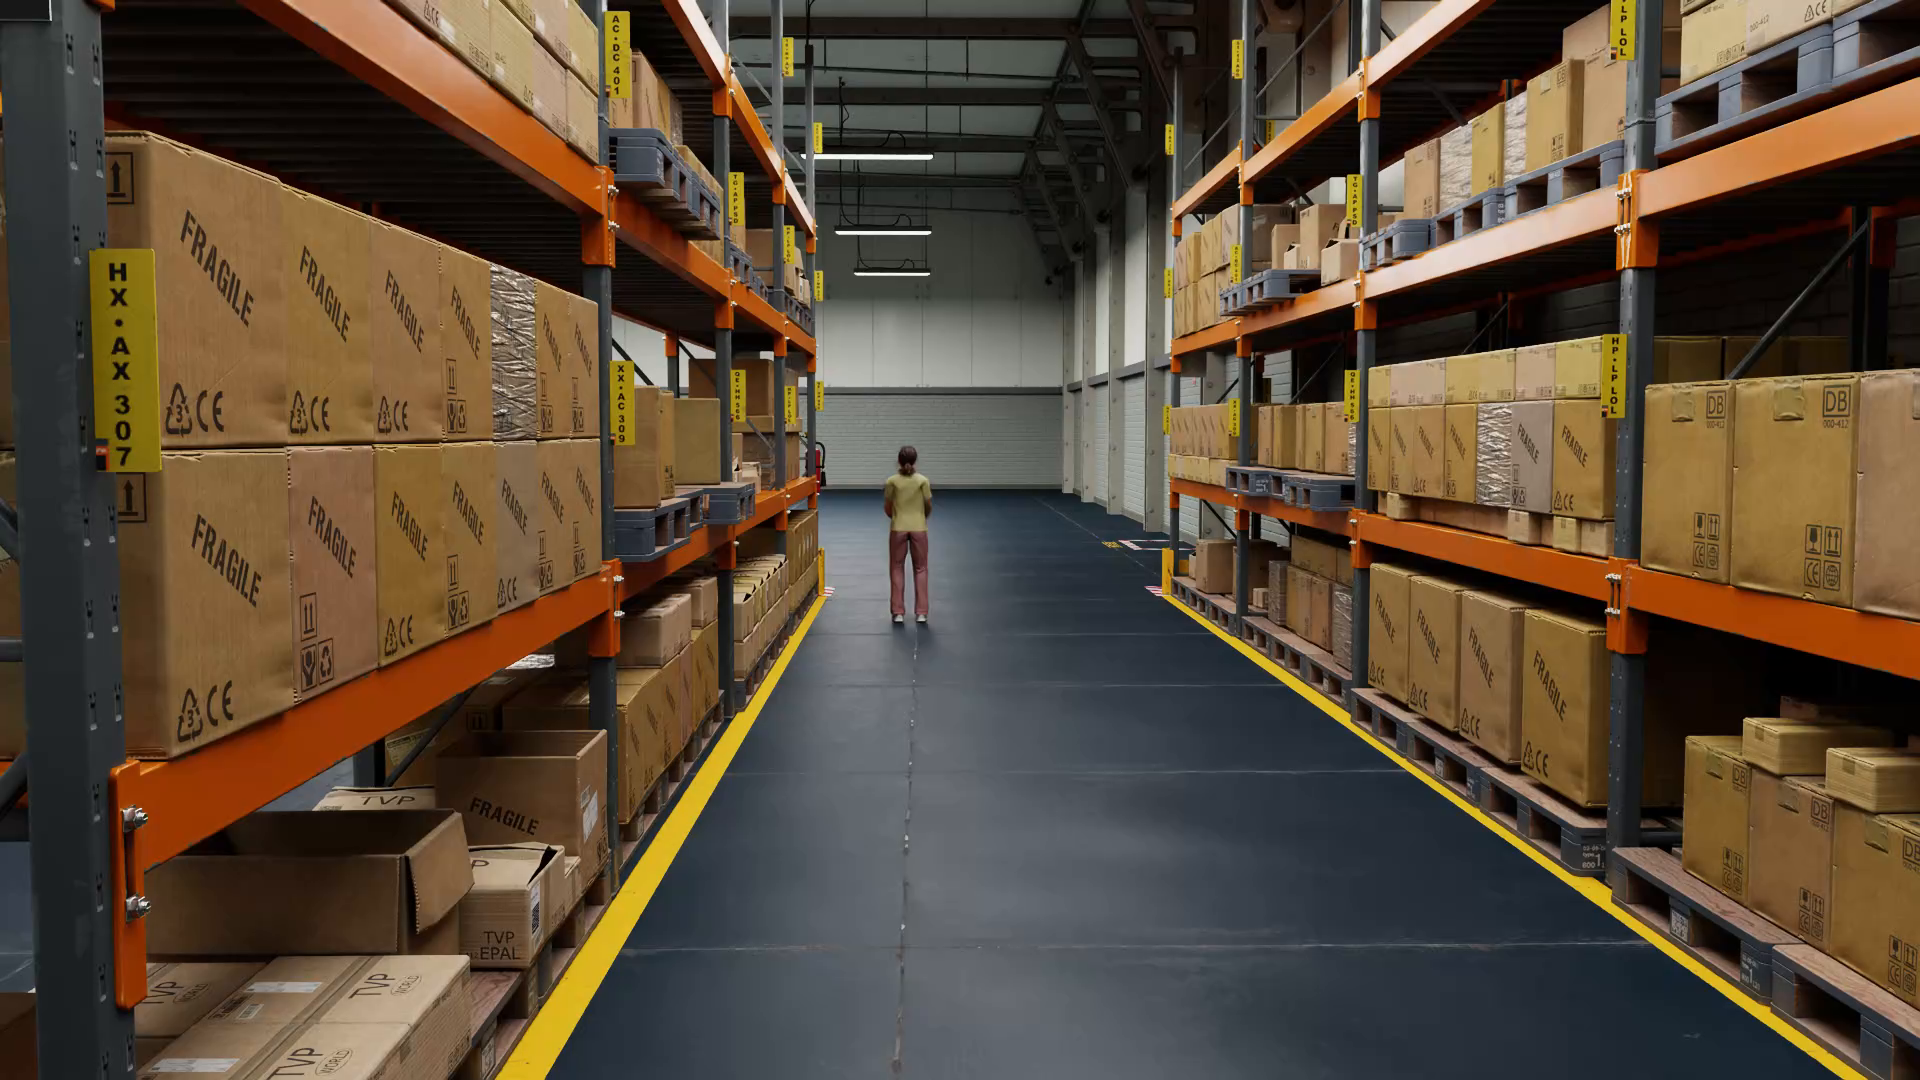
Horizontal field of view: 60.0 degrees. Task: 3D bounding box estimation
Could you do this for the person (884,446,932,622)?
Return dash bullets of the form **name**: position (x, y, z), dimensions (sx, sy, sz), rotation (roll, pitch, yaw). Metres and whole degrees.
- **person**: position (-0.496, -0.062, 15.884), dimensions (0.456, 1.673, 0.511), rotation (0, 4, -2)
